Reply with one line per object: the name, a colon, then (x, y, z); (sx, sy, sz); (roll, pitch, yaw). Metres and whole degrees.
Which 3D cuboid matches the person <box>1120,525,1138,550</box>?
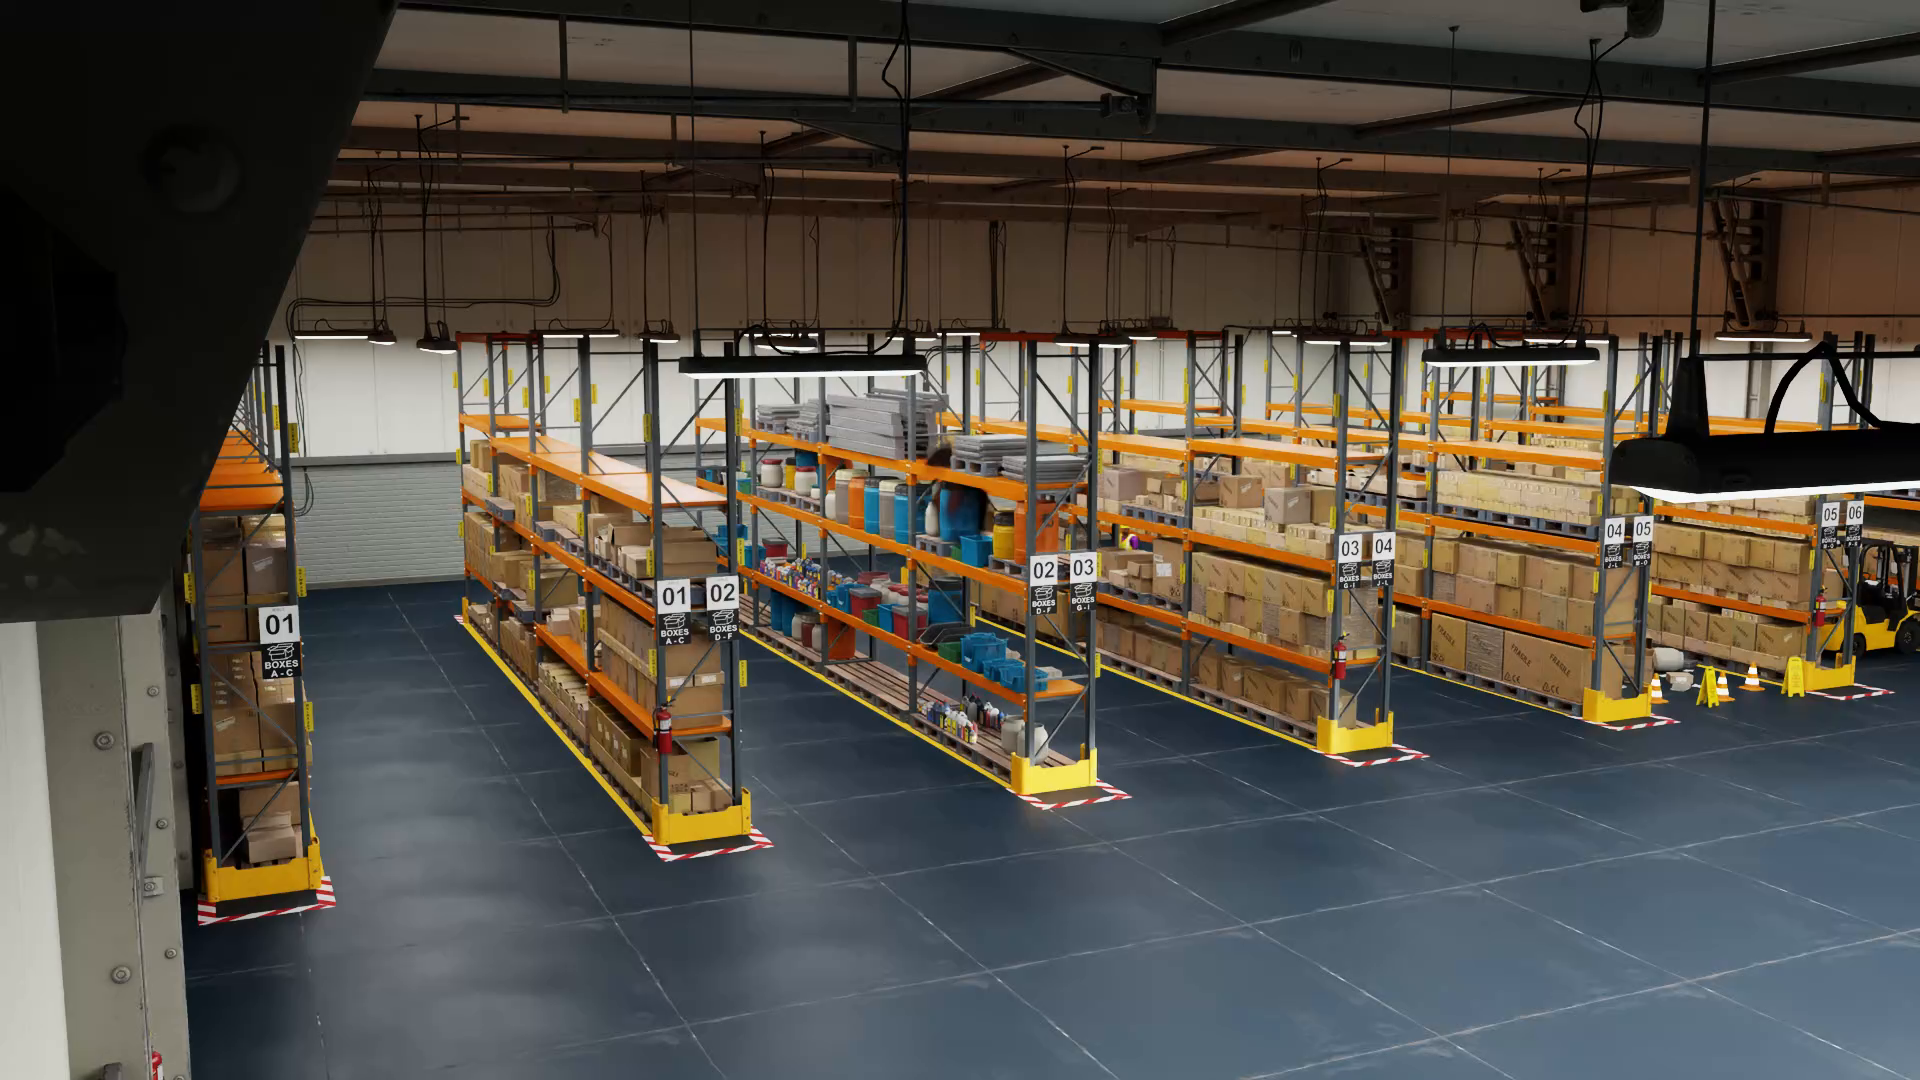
person: (3.664, 0.474, 36.881); (0.410, 1.767, 0.599); (-5, 9, -35)
